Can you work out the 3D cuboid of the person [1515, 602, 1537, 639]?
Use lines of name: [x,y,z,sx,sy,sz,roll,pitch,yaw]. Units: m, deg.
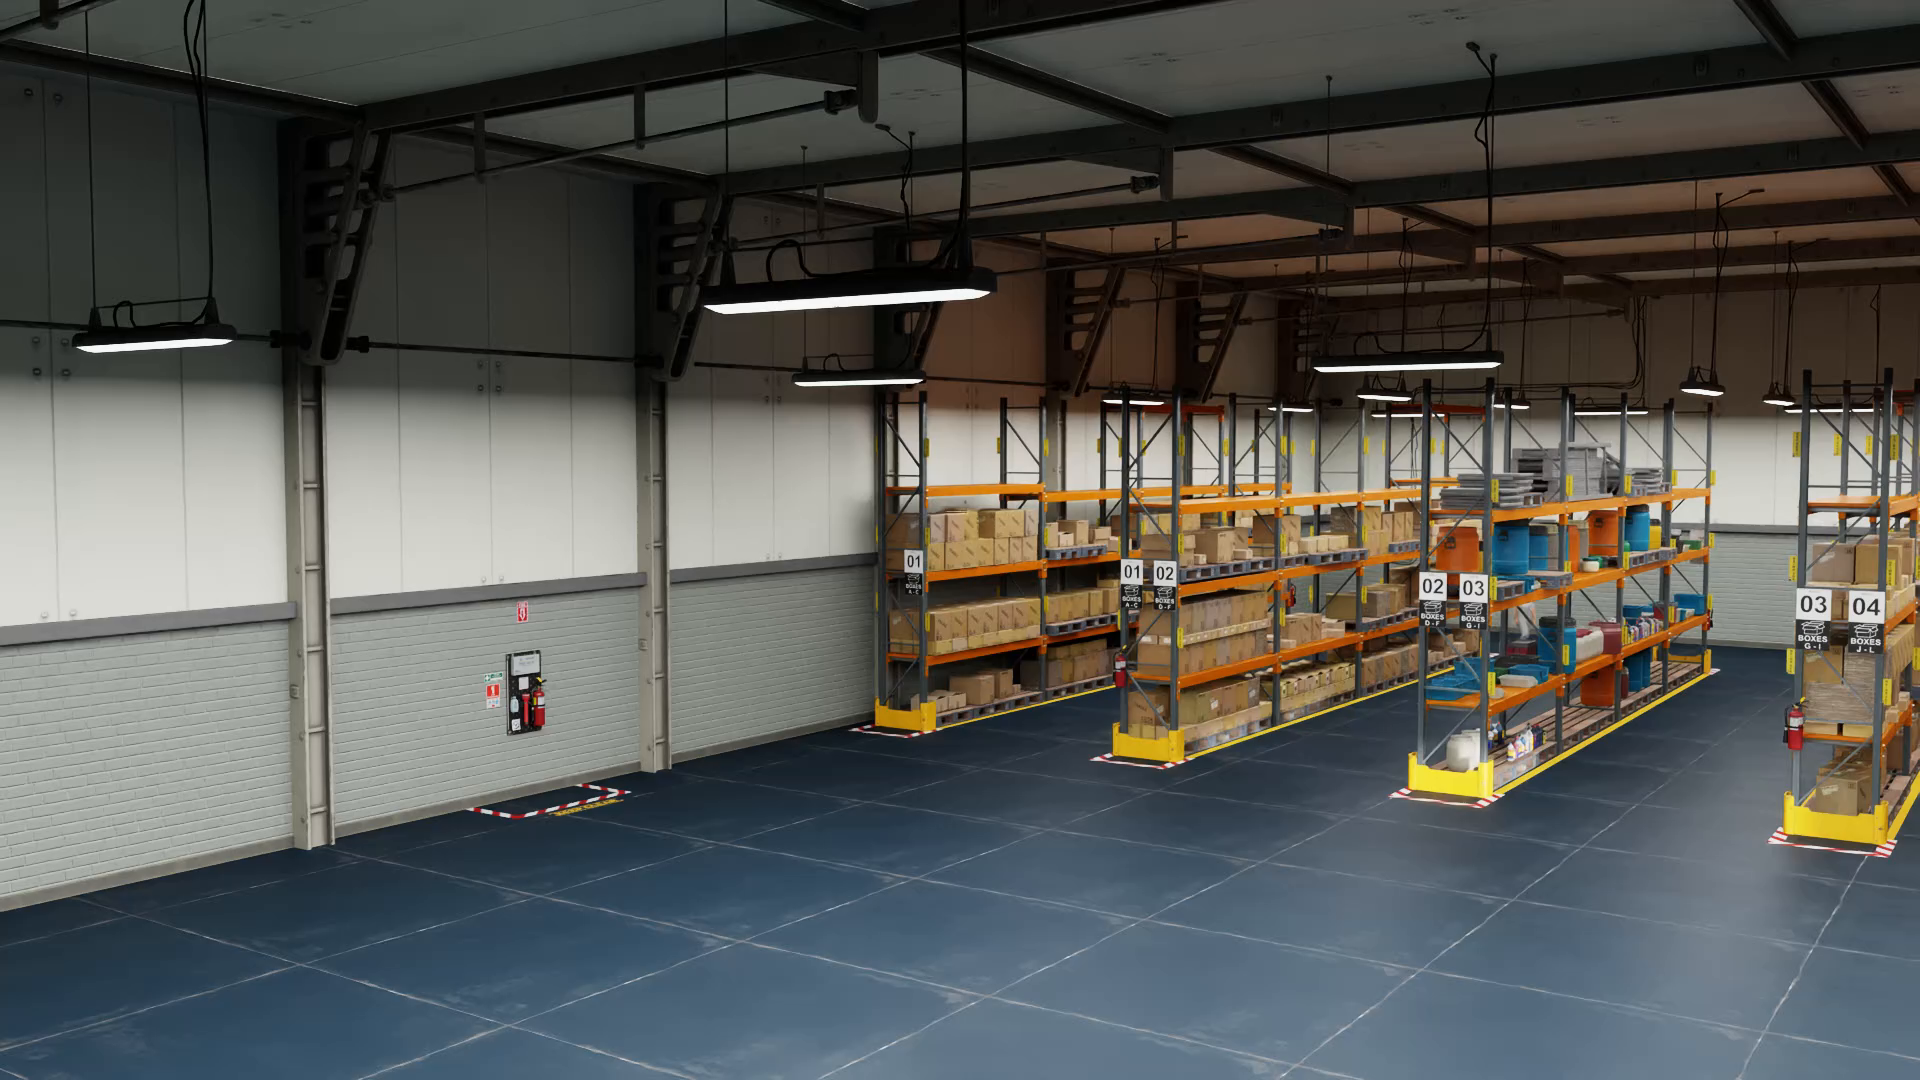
person: [13.520,1.986,39.759,0.435,1.727,0.532,-1,3,-19]
